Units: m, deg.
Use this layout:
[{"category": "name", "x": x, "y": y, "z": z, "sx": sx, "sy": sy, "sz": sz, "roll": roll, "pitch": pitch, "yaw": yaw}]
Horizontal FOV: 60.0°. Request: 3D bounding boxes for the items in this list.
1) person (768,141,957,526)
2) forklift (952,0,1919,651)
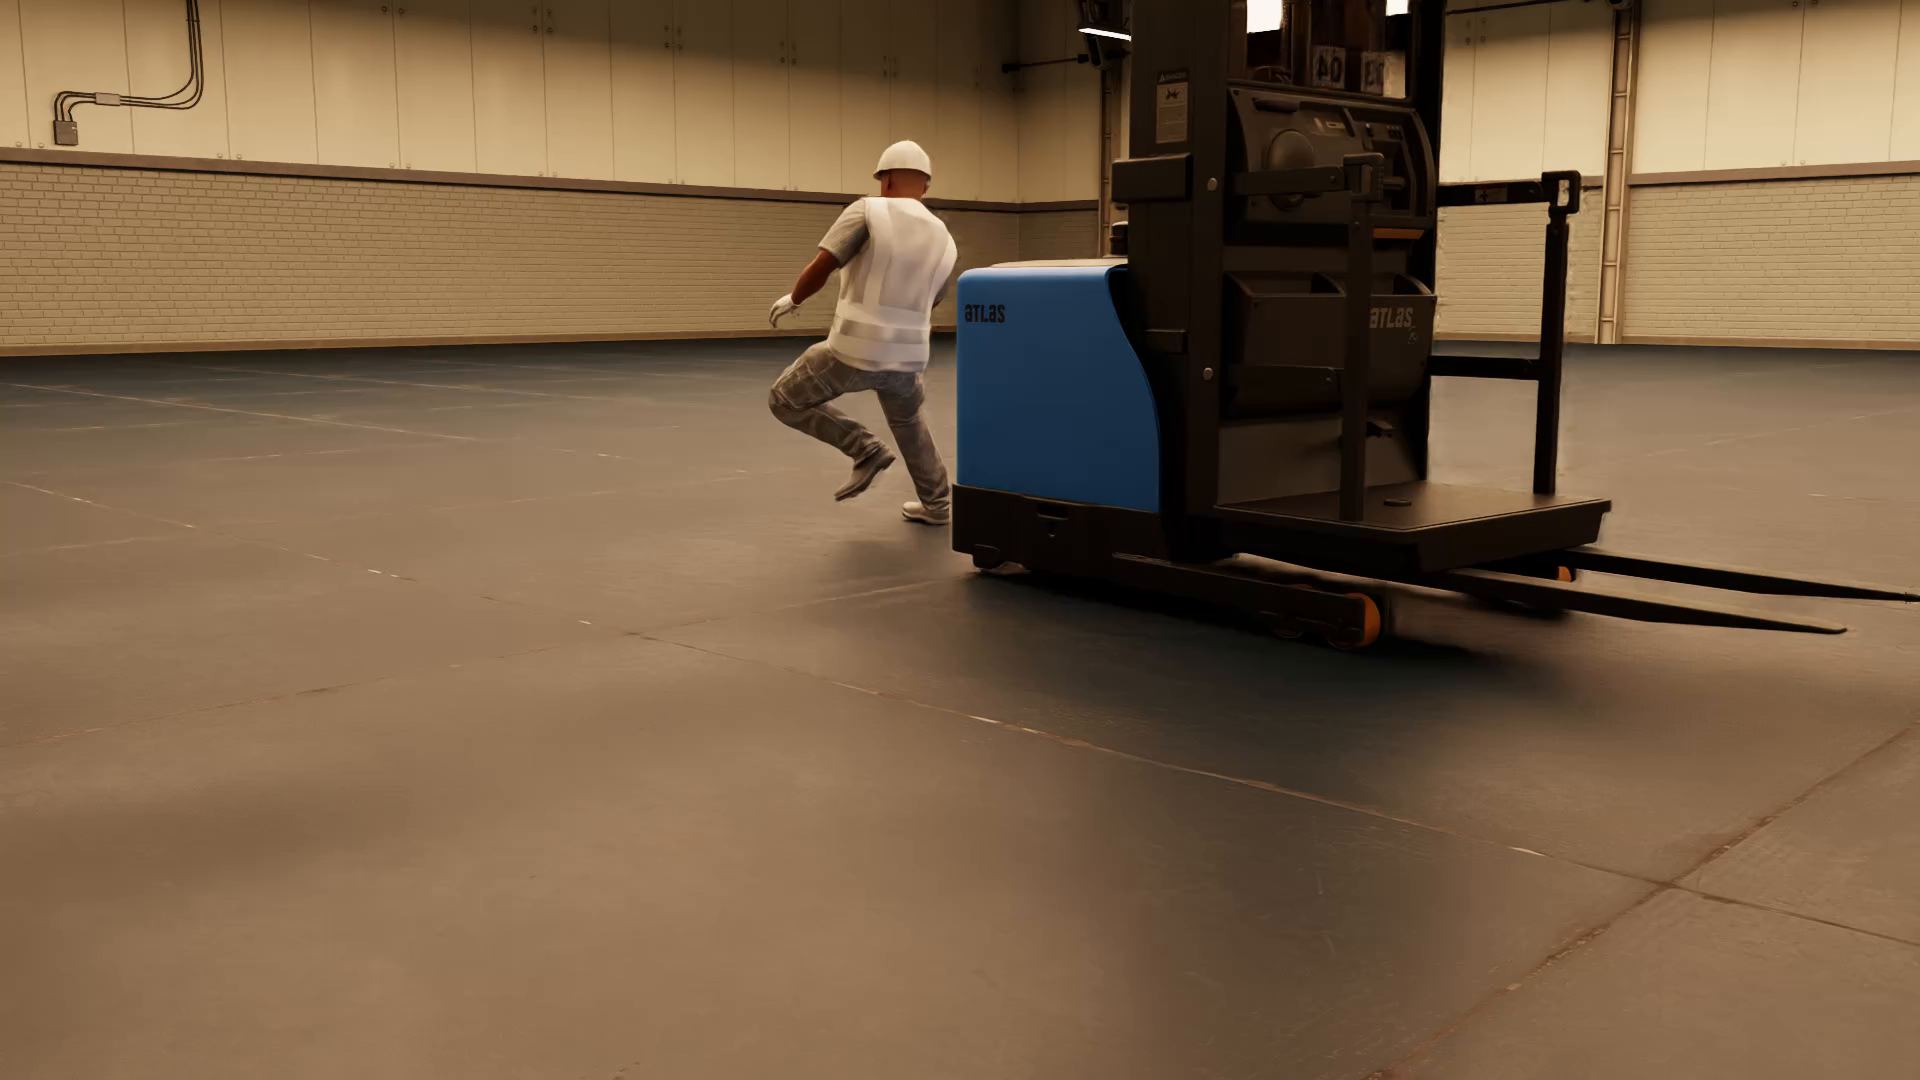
[{"category": "person", "x": -0.371, "y": -0.820, "z": 6.848, "sx": 0.837, "sy": 1.592, "sz": 0.792, "roll": -6, "pitch": 11, "yaw": -36}, {"category": "forklift", "x": 1.301, "y": -1.223, "z": 4.996, "sx": 1.130, "sy": 2.935, "sz": 3.031, "roll": -7, "pitch": 11, "yaw": -39}]
